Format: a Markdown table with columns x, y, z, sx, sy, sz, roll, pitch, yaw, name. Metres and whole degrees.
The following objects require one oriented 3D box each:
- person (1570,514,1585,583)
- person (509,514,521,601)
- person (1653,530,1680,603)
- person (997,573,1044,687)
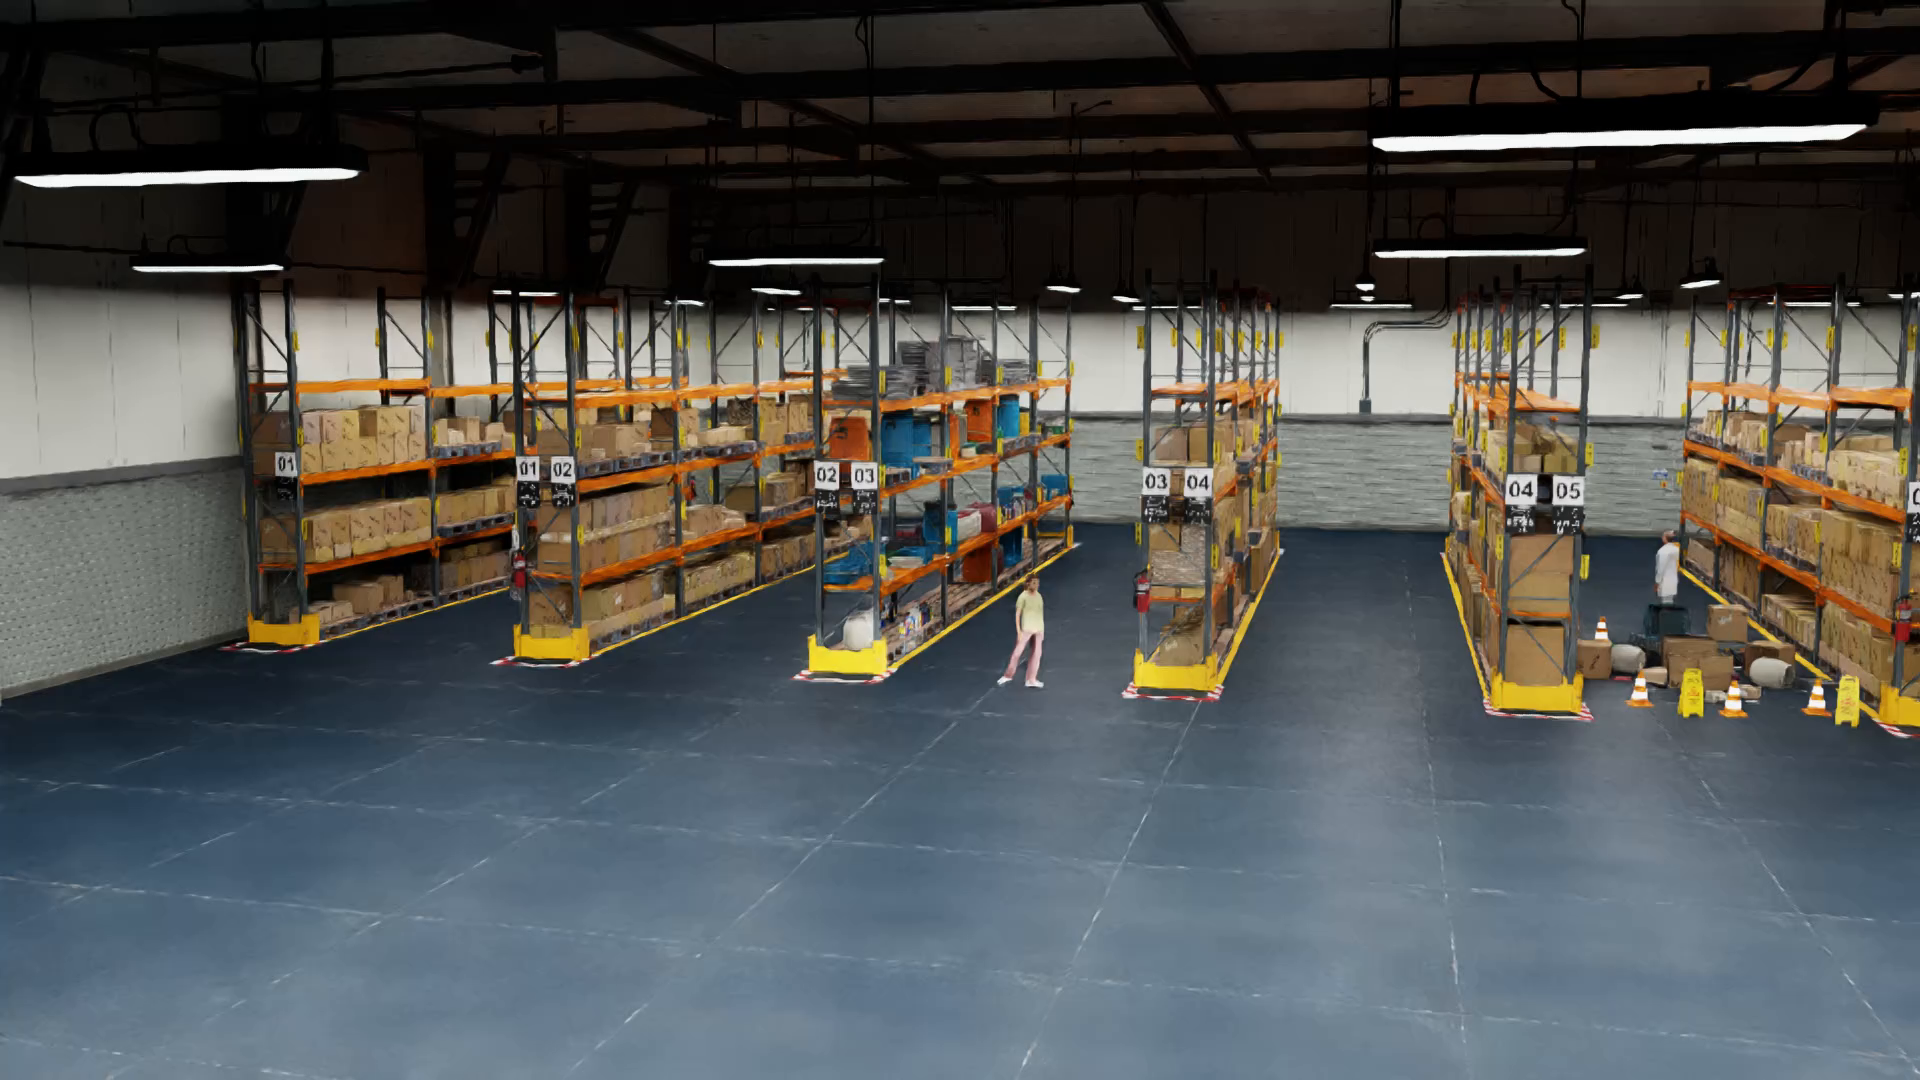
| x | y | z | sx | sy | sz | roll | pitch | yaw | name |
| --- | --- | --- | --- | --- | --- | --- | --- | --- | --- |
| 12.685 | 0.015 | 34.435 | 0.569 | 1.707 | 0.628 | 7 | 10 | 44 | person |
| -8.509 | 0.304 | 32.163 | 0.433 | 1.684 | 0.553 | -2 | 7 | -13 | person |
| 12.016 | 0.711 | 28.367 | 0.614 | 1.779 | 0.656 | 6 | 9 | 41 | person |
| 0.882 | 1.304 | 24.049 | 0.654 | 1.666 | 0.474 | -4 | 8 | -29 | person |
